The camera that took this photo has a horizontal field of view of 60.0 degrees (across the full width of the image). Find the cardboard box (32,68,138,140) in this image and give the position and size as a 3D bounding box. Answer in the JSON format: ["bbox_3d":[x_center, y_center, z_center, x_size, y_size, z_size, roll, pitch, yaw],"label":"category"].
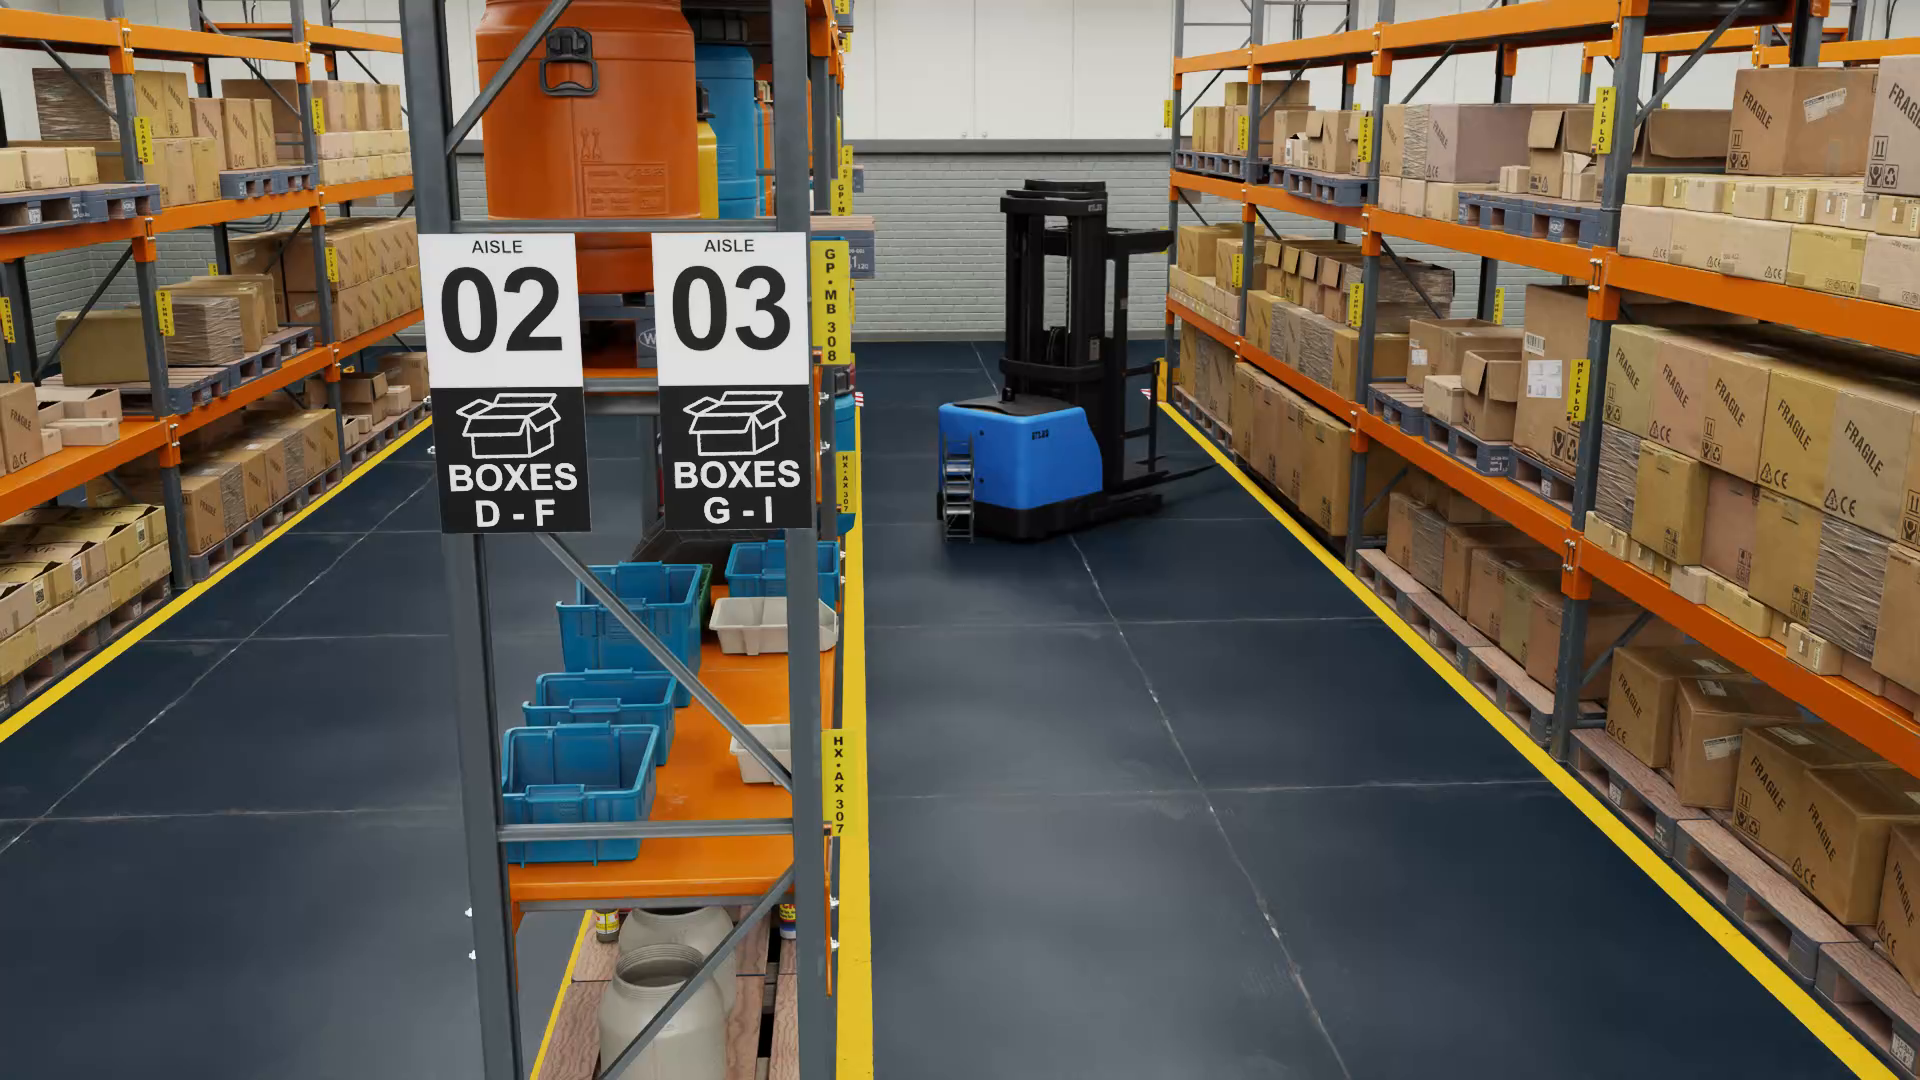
[{"bbox_3d":[-6.353,-3.172,12.108,0.500,0.500,0.500,-1,14,-3],"label":"cardboard box"}]

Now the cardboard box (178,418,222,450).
[{"bbox_3d":[-6.700,-0.941,14.293,0.500,0.250,0.500,-1,14,-4],"label":"cardboard box"}]

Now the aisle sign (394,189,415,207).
[{"bbox_3d":[-6.526,-4.348,19.690,0.394,0.787,0.004,-1,14,-3],"label":"aisle sign"}]

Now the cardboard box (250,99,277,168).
[{"bbox_3d":[-6.622,-3.699,15.121,0.600,0.600,0.600,-2,15,-9],"label":"cardboard box"}]

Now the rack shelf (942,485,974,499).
[{"bbox_3d":[-0.014,-0.402,13.918,0.258,0.077,0.200,-1,14,-3],"label":"rack shelf"}]

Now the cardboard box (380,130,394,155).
[{"bbox_3d":[-6.483,-4.317,18.064,0.500,0.250,0.500,-1,14,-3],"label":"cardboard box"}]

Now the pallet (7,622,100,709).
[{"bbox_3d":[-6.248,0.780,10.570,1.003,0.211,1.213,-1,14,-3],"label":"pallet"}]

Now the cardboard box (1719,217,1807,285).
[{"bbox_3d":[3.633,-1.244,7.124,0.500,0.250,0.500,-1,15,-6],"label":"cardboard box"}]

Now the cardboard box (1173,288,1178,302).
[{"bbox_3d":[2.770,-2.941,19.941,0.380,0.149,0.250,-1,14,-4],"label":"cardboard box"}]

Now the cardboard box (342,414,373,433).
[{"bbox_3d":[-6.454,-1.236,17.615,0.380,0.166,0.250,-1,14,-3],"label":"cardboard box"}]

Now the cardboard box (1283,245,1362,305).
[{"bbox_3d":[3.386,-2.430,15.235,0.797,0.503,0.637,-1,14,-3],"label":"cardboard box"}]

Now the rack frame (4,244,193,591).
[{"bbox_3d":[-6.332,-1.078,12.197,1.000,3.000,0.127,-1,14,-3],"label":"rack frame"}]

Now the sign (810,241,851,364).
[{"bbox_3d":[-0.343,-0.628,4.411,0.100,0.325,0.005,-1,14,-3],"label":"sign"}]

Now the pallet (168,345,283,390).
[{"bbox_3d":[-6.457,-1.469,14.100,1.003,0.211,1.213,-1,14,-3],"label":"pallet"}]

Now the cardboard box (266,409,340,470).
[{"bbox_3d":[-6.263,-0.957,15.860,0.500,0.500,0.500,-1,14,-4],"label":"cardboard box"}]

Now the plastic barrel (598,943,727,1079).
[{"bbox_3d":[-1.009,1.675,5.647,0.421,0.512,0.421,0,14,0],"label":"plastic barrel"}]

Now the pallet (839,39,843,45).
[{"bbox_3d":[-1.554,-4.563,14.884,1.003,0.211,1.213,-1,14,-3],"label":"pallet"}]

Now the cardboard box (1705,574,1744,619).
[{"bbox_3d":[3.618,0.255,7.520,0.380,0.149,0.250,-1,14,-3],"label":"cardboard box"}]

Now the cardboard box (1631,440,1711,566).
[{"bbox_3d":[3.765,-0.190,7.947,0.875,0.500,0.500,-1,14,-3],"label":"cardboard box"}]

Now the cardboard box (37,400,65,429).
[{"bbox_3d":[-6.470,-0.809,11.332,0.500,0.311,0.500,-1,14,-4],"label":"cardboard box"}]

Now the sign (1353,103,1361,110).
[{"bbox_3d":[3.849,-4.091,16.218,0.100,0.325,0.005,-1,14,-3],"label":"sign"}]

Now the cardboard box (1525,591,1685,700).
[{"bbox_3d":[3.787,0.609,9.772,0.700,0.500,0.500,-2,15,-8],"label":"cardboard box"}]

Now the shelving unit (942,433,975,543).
[{"bbox_3d":[-0.014,-0.435,13.910,0.258,0.900,0.210,-1,14,-3],"label":"shelving unit"}]

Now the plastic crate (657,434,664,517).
[{"bbox_3d":[-1.476,-0.305,9.065,0.402,0.464,0.583,-1,14,-3],"label":"plastic crate"}]

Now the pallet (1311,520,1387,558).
[{"bbox_3d":[3.582,-0.077,13.901,1.003,0.211,1.213,-1,14,-3],"label":"pallet"}]

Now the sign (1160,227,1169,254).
[{"bbox_3d":[2.505,-3.670,20.375,0.100,0.325,0.005,-1,14,-3],"label":"sign"}]

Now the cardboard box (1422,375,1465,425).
[{"bbox_3d":[3.430,-0.940,11.120,0.500,0.250,0.500,-1,14,-5],"label":"cardboard box"}]

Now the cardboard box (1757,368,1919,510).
[{"bbox_3d":[3.682,-0.423,6.847,0.500,0.500,0.500,-1,14,-3],"label":"cardboard box"}]

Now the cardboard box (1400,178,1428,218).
[{"bbox_3d":[3.362,-2.362,11.467,0.500,0.250,0.500,-1,14,-2],"label":"cardboard box"}]

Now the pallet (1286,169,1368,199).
[{"bbox_3d":[3.390,-3.029,14.137,1.003,0.211,1.213,0,14,-1],"label":"pallet"}]

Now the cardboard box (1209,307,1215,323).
[{"bbox_3d":[2.898,-2.430,17.955,0.380,0.149,0.250,-1,14,-2],"label":"cardboard box"}]

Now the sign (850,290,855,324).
[{"bbox_3d":[-1.087,-2.290,16.353,0.100,0.325,0.005,-1,14,-3],"label":"sign"}]

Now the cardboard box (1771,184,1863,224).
[{"bbox_3d":[3.634,-1.399,6.925,0.380,0.149,0.250,-1,14,-5],"label":"cardboard box"}]

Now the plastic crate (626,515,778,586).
[{"bbox_3d":[-1.235,0.003,8.118,0.767,0.338,0.504,-1,14,-3],"label":"plastic crate"}]

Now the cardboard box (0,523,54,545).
[{"bbox_3d":[-6.552,0.044,11.386,0.500,0.311,0.500,-1,14,-5],"label":"cardboard box"}]

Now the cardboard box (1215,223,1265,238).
[{"bbox_3d":[3.352,-3.537,19.953,0.500,0.500,0.500,-1,14,-3],"label":"cardboard box"}]

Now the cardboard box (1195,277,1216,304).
[{"bbox_3d":[2.924,-2.784,18.530,0.500,0.250,0.500,-1,14,-5],"label":"cardboard box"}]

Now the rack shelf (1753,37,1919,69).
[{"bbox_3d":[8.388,-4.142,14.312,1.077,0.370,4.000,-1,14,-3],"label":"rack shelf"}]

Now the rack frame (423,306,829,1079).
[{"bbox_3d":[-0.892,0.836,4.757,1.000,3.000,0.127,-1,14,-3],"label":"rack frame"}]

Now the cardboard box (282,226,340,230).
[{"bbox_3d":[-6.965,-3.105,17.868,0.500,0.500,0.500,-1,14,-4],"label":"cardboard box"}]

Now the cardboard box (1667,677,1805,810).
[{"bbox_3d":[3.831,1.014,8.238,0.500,0.500,0.500,4,15,14],"label":"cardboard box"}]

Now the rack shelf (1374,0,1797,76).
[{"bbox_3d":[3.679,-3.096,10.246,1.077,0.370,4.000,-1,14,-3],"label":"rack shelf"}]

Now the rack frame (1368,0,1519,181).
[{"bbox_3d":[3.555,-4.135,12.040,1.000,3.000,0.127,-1,14,-3],"label":"rack frame"}]

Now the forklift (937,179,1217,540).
[{"bbox_3d":[1.182,-1.718,14.820,1.130,2.935,3.031,13,20,42],"label":"forklift"}]

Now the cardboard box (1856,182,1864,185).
[{"bbox_3d":[4.124,-1.470,7.199,0.380,0.149,0.250,0,14,-1],"label":"cardboard box"}]

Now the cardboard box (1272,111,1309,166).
[{"bbox_3d":[3.353,-3.785,15.655,0.700,0.500,0.500,-1,14,-2],"label":"cardboard box"}]

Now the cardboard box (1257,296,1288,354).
[{"bbox_3d":[3.119,-2.030,15.696,0.500,0.500,0.500,-1,14,-3],"label":"cardboard box"}]

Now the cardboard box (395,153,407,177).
[{"bbox_3d":[-6.513,-4.199,18.610,0.500,0.250,0.500,-1,14,-3],"label":"cardboard box"}]

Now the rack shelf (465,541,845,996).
[{"bbox_3d":[-1.016,0.687,6.780,1.077,0.370,4.000,-1,14,-3],"label":"rack shelf"}]

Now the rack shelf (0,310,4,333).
[{"bbox_3d":[-11.648,-2.144,17.785,1.077,0.370,4.000,-1,14,-3],"label":"rack shelf"}]

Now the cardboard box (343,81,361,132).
[{"bbox_3d":[-6.575,-4.429,16.995,0.700,0.500,0.500,-1,14,-3],"label":"cardboard box"}]

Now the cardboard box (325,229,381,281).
[{"bbox_3d":[-6.392,-2.983,17.394,0.500,0.500,0.500,-1,14,-5],"label":"cardboard box"}]

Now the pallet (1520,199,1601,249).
[{"bbox_3d":[3.871,-1.752,9.174,1.213,0.211,1.003,-1,14,-3],"label":"pallet"}]

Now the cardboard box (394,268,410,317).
[{"bbox_3d":[-6.467,-2.756,18.516,0.500,0.500,0.500,-1,14,-3],"label":"cardboard box"}]

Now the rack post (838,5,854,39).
[{"bbox_3d":[-1.383,-4.310,13.722,0.937,0.300,0.954,1,14,3],"label":"rack post"}]
